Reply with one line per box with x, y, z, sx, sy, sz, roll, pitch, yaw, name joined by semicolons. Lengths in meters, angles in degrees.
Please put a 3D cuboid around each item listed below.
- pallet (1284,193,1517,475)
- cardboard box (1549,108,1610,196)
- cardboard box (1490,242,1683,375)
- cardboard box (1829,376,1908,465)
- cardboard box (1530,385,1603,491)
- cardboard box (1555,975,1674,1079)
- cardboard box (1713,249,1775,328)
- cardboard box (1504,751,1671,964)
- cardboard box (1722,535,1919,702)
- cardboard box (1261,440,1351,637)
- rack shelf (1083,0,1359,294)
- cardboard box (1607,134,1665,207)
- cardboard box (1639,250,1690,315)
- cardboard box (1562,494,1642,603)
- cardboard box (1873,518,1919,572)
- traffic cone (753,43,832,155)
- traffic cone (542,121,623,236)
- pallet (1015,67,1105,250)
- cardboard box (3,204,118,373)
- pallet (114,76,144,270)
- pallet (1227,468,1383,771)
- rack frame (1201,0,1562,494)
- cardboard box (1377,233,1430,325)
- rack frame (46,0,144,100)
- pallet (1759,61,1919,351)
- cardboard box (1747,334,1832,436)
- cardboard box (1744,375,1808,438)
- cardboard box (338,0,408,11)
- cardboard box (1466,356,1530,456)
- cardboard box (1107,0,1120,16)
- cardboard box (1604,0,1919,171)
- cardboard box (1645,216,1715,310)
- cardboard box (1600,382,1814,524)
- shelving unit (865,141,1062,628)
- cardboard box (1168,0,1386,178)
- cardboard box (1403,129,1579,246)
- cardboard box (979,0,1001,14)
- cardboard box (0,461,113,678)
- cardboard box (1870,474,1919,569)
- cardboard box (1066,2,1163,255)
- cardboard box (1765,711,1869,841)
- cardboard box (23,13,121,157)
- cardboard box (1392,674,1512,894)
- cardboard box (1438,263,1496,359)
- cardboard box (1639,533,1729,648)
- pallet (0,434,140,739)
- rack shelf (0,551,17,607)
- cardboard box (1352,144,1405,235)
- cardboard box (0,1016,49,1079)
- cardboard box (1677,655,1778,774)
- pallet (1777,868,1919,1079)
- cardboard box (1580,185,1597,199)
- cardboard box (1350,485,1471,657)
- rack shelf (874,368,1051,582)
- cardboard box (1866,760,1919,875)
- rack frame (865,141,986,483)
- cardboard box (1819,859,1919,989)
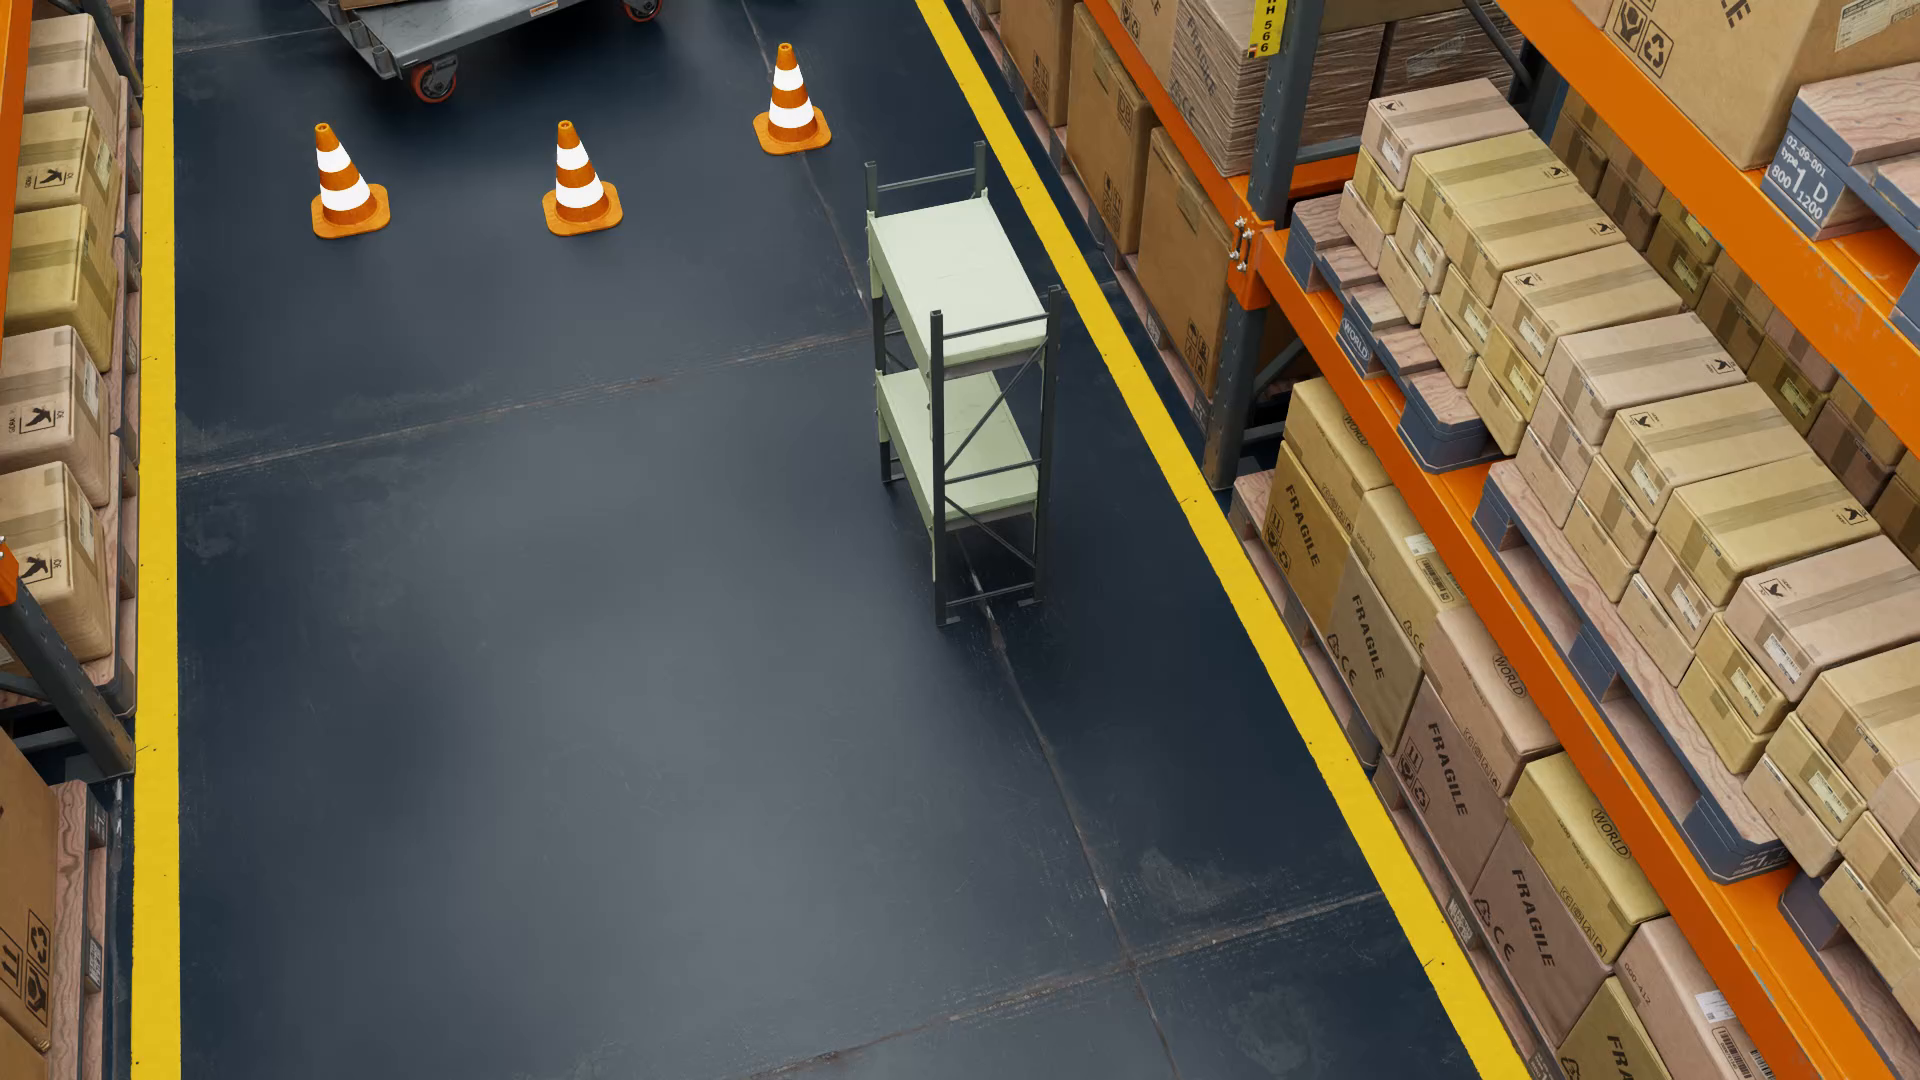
1.746;-0.747;5.043;1.213;0.211;1.003;-13;51;-11;pallet
2.015;-1.197;4.992;0.380;0.149;0.250;-12;51;-10;cardboard box
1.613;-0.600;4.295;0.380;0.149;0.250;-15;52;-12;cardboard box
2.397;-0.352;4.085;0.380;0.149;0.250;-11;51;-9;cardboard box
1.697;-0.299;4.235;0.380;0.149;0.250;-13;51;-11;cardboard box
2.006;1.429;4.444;0.500;0.500;0.500;-14;51;-12;cardboard box
2.249;-0.727;4.402;0.380;0.149;0.250;-12;51;-10;cardboard box
1.846;0.797;4.486;0.500;0.250;0.500;-15;52;-13;cardboard box
1.927;0.169;3.646;0.380;0.149;0.250;-15;52;-13;cardboard box
1.399;-0.060;5.699;0.500;0.500;0.500;-15;52;-13;cardboard box
0.842;-2.534;6.895;1.077;0.370;4.000;-13;51;-11;rack shelf
2.089;-1.113;4.727;0.380;0.149;0.250;-14;51;-11;cardboard box
2.167;-0.733;4.796;0.380;0.149;0.250;-13;51;-10;cardboard box
1.767;-0.019;4.194;0.380;0.149;0.250;-13;51;-10;cardboard box
2.477;0.033;4.150;0.380;0.149;0.250;-15;52;-13;cardboard box
-0.795;-2.088;7.707;0.336;0.463;0.334;-13;51;-11;traffic cone
-1.703;-1.641;7.331;0.336;0.463;0.334;-13;51;-11;traffic cone
0.915;-1.888;7.704;1.003;0.211;1.213;-13;51;-11;pallet
-3.867;-0.907;6.497;0.950;0.372;0.625;-12;51;-10;cardboard box
-4.216;-1.566;7.432;1.003;0.211;1.213;-13;51;-11;pallet
1.663;0.165;5.973;1.003;0.211;1.213;-13;51;-11;pallet
1.434;-1.305;5.388;1.000;3.000;0.127;-13;51;-11;rack frame
1.452;-0.791;4.844;0.380;0.149;0.250;-11;51;-9;cardboard box
-4.448;-3.033;6.845;1.000;3.000;0.127;-13;51;-11;rack frame
2.226;-0.521;2.889;1.213;0.211;1.003;-13;51;-11;pallet
2.320;-0.446;4.359;0.380;0.149;0.250;-14;51;-11;cardboard box
2.318;-0.354;4.476;0.380;0.149;0.250;-15;52;-13;cardboard box
-2.757;-2.896;7.869;0.500;0.500;0.500;-13;51;-11;cardboard box
1.614;-0.397;4.512;0.380;0.149;0.250;-11;51;-9;cardboard box
0.750;-2.335;6.191;0.500;0.500;0.500;-14;51;-12;cardboard box
1.656;-1.099;3.187;0.500;0.500;0.500;-13;51;-11;cardboard box
2.176;-0.811;4.667;0.380;0.149;0.250;-12;51;-10;cardboard box
1.775;-0.210;3.966;0.380;0.149;0.250;-12;51;-10;cardboard box
-0.002;-0.488;5.681;0.431;1.500;0.755;-13;51;-11;shelving unit
1.044;-1.605;5.576;0.500;0.500;0.500;-13;51;-11;cardboard box
1.467;-0.974;4.610;0.380;0.149;0.250;-15;51;-12;cardboard box
0.520;-3.204;8.186;1.050;0.750;0.750;-14;51;-11;cardboard box
-3.423;0.185;5.576;0.950;0.372;0.625;-16;52;-13;cardboard box
2.475;-0.067;4.040;0.380;0.149;0.250;-14;51;-12;cardboard box
1.078;-1.818;7.017;1.050;0.750;0.750;-13;51;-10;cardboard box
2.000;0.457;3.598;0.380;0.149;0.250;-16;52;-13;cardboard box
-4.291;-1.939;7.367;0.950;0.372;0.625;-13;51;-11;cardboard box
1.707;0.680;5.075;0.500;0.500;0.500;-14;51;-12;cardboard box
1.549;-0.665;4.544;0.380;0.149;0.250;-15;51;-12;cardboard box
1.851;0.080;3.916;0.380;0.149;0.250;-12;51;-10;cardboard box
-3.495;0.216;5.930;1.003;0.211;1.213;-13;51;-11;pallet
-2.674;1.581;3.426;1.077;0.370;4.000;-13;51;-11;rack shelf
1.385;-1.057;4.874;0.380;0.149;0.250;-11;51;-9;cardboard box
-2.880;1.613;4.043;0.875;0.875;0.875;-13;51;-11;cardboard box
1.922;0.366;3.869;0.380;0.149;0.250;-11;51;-9;cardboard box
2.529;1.087;3.497;1.003;0.211;1.213;-13;51;-11;pallet
2.019;-1.103;5.107;0.380;0.149;0.250;-13;51;-10;cardboard box
1.556;0.052;5.114;0.500;0.250;0.500;-14;51;-11;cardboard box
-0.002;-0.278;5.930;0.431;0.370;0.720;-13;51;-11;rack shelf
2.079;0.545;3.330;0.380;0.149;0.250;-13;51;-11;cardboard box
-0.110;-0.756;5.906;0.400;1.500;0.023;-13;51;-11;rack frame
2.087;0.762;3.536;0.380;0.149;0.250;-16;52;-13;cardboard box
